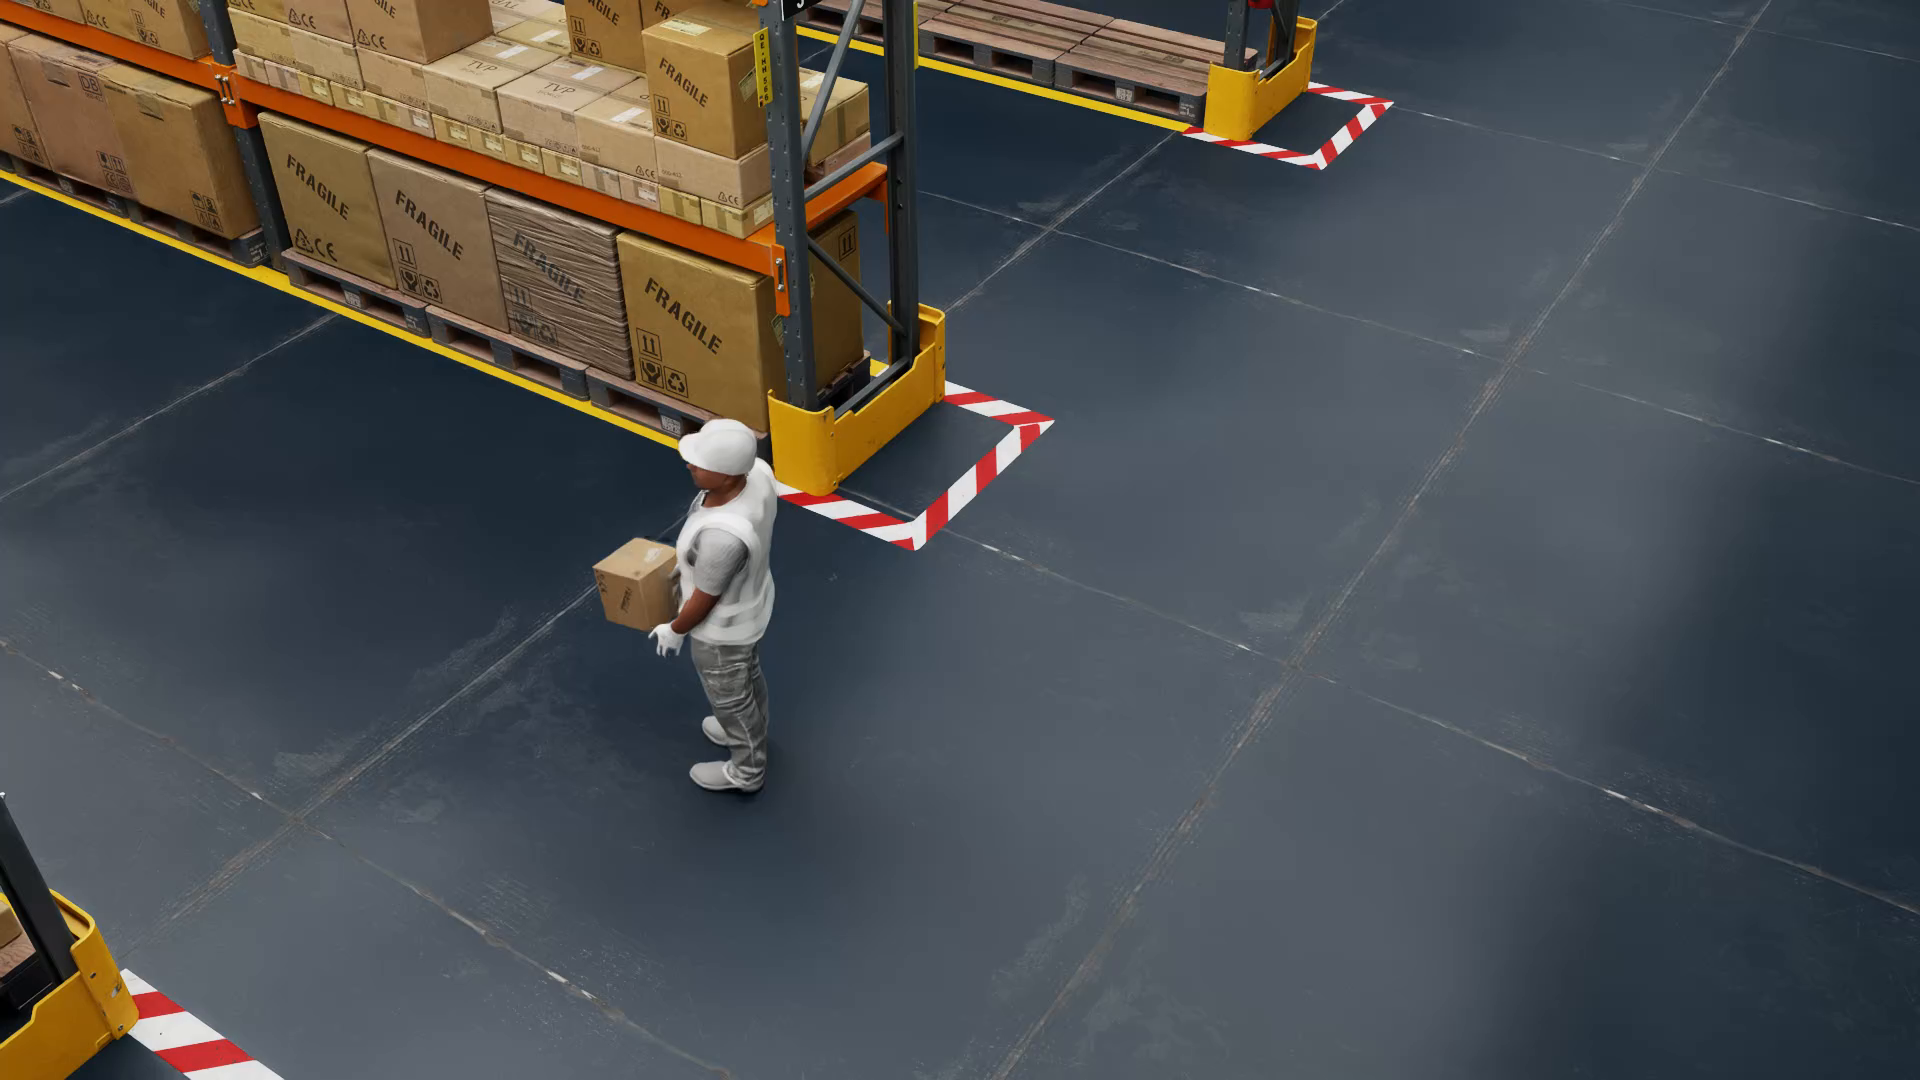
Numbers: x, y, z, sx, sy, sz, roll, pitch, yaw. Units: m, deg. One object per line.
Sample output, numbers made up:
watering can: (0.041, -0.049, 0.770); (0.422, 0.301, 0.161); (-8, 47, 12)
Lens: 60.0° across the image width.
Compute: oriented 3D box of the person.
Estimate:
person: (-0.919, 0.264, 6.311); (0.481, 1.791, 0.576); (4, 38, 6)
